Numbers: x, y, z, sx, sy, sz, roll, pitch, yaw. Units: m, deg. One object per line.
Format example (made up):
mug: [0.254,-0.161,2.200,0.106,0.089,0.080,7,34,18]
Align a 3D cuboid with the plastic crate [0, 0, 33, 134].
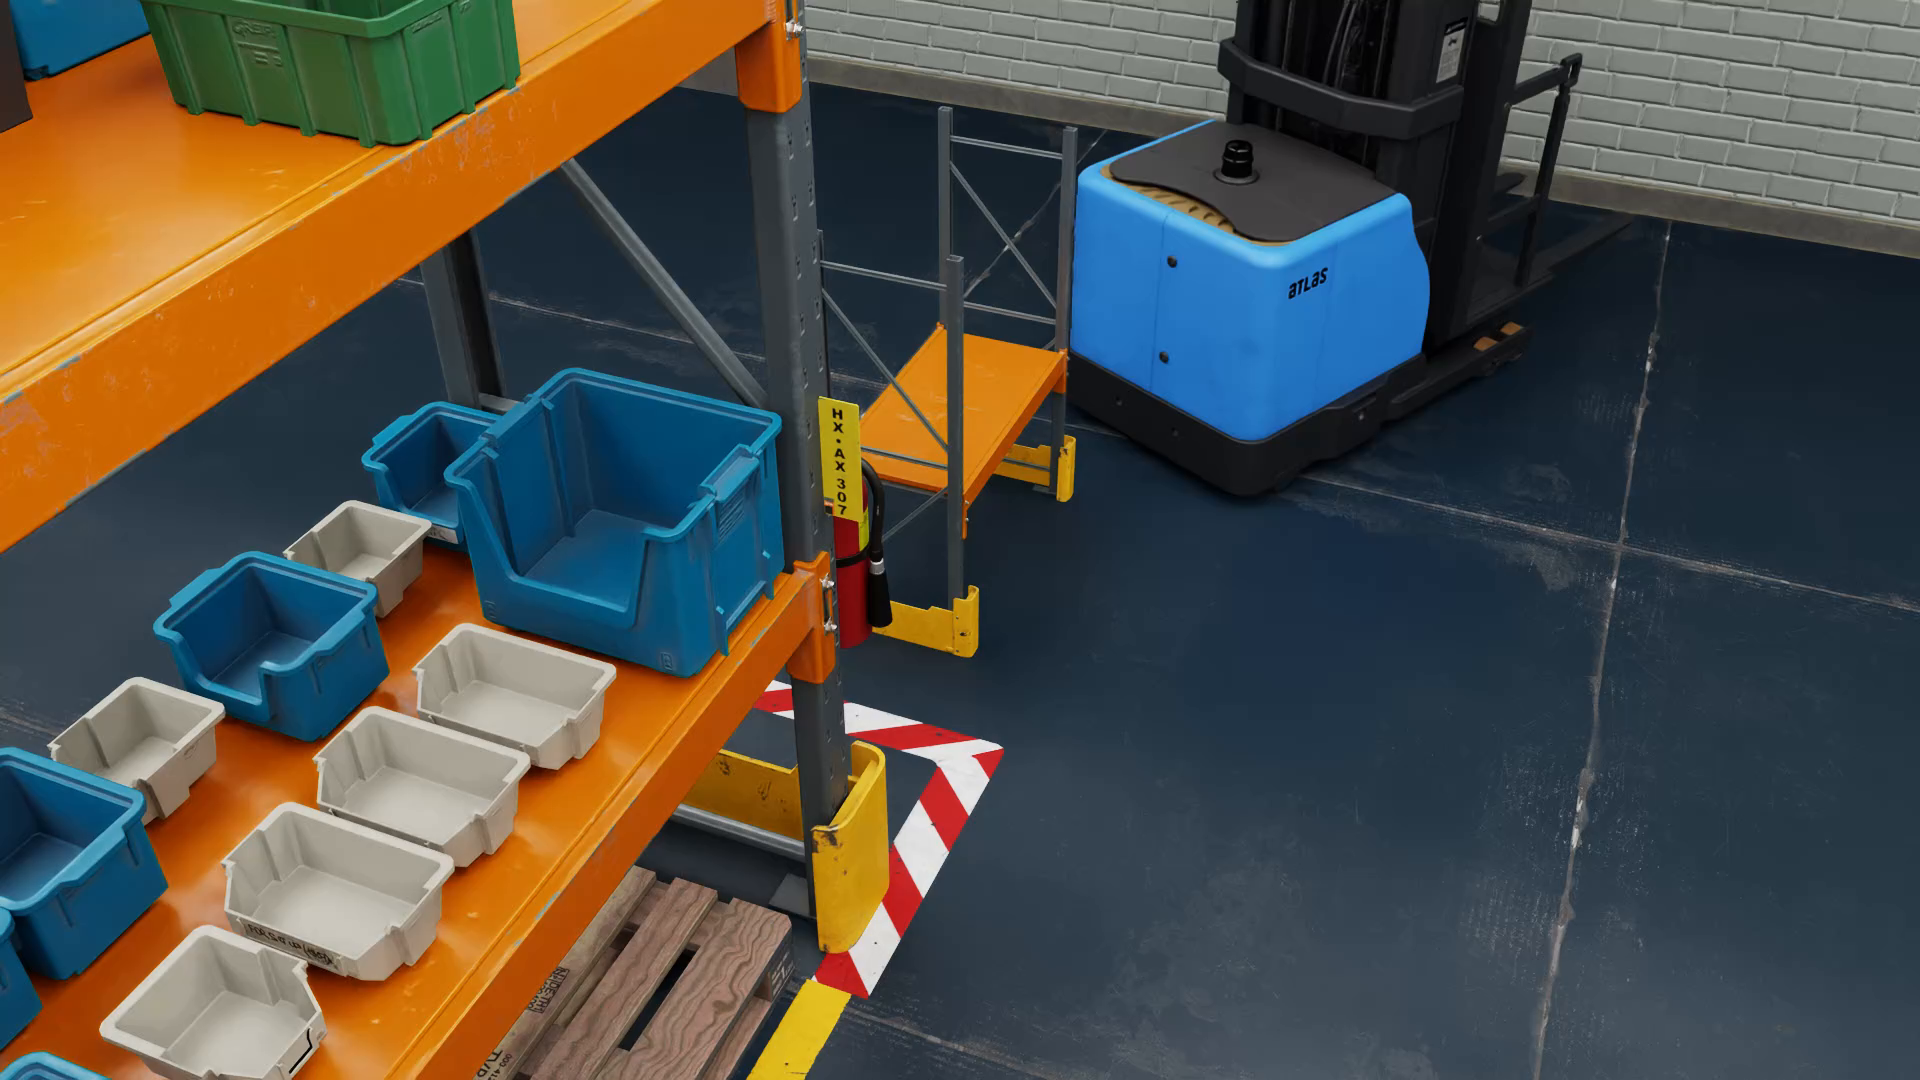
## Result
plastic crate: [-1.626,-0.628,2.131,0.504,0.338,0.767,14,39,18]

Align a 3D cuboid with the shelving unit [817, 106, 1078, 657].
shelving unit: [-0.029,-0.559,5.745,0.587,1.500,1.083,14,39,18]

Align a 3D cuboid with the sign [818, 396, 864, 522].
sign: [-0.275,-0.184,3.854,0.100,0.325,0.005,14,39,18]

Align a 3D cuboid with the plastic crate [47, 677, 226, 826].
plastic crate: [-1.645,0.443,3.322,0.250,0.136,0.298,14,39,18]

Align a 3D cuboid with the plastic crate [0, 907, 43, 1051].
plastic crate: [-1.804,0.765,2.810,0.416,0.233,0.300,14,39,18]

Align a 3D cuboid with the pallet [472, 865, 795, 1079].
pallet: [-1.140,1.330,4.294,1.003,0.211,1.213,14,39,18]

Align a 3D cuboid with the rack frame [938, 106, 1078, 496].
rack frame: [0.161,-0.835,6.114,0.500,1.500,0.032,14,39,18]

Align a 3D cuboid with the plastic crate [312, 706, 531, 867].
plastic crate: [-1.057,0.497,3.250,0.396,0.136,0.243,14,39,18]

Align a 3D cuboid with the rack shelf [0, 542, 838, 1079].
rack shelf: [-1.551,1.161,2.792,1.077,0.370,4.000,14,39,18]

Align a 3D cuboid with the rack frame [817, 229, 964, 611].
rack frame: [-0.226,-0.272,5.361,0.500,1.500,0.032,14,39,18]

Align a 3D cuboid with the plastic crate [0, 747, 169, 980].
plastic crate: [-1.690,0.599,3.033,0.416,0.233,0.300,14,39,18]

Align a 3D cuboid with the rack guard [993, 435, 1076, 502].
rack guard: [0.160,-0.334,6.488,0.587,0.250,0.087,14,39,18]

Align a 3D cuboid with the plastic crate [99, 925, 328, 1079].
plastic crate: [-1.236,0.825,2.811,0.298,0.136,0.250,14,39,18]

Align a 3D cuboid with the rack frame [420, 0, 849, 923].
rack frame: [-0.790,-0.235,4.058,1.000,3.000,0.127,14,39,18]

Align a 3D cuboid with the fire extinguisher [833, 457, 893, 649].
fire extinguisher: [-0.313,-0.034,4.166,0.296,0.674,0.183,14,39,18]

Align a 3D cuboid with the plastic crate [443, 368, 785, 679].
plastic crate: [-0.745,-0.045,3.725,0.616,0.435,0.499,14,39,18]

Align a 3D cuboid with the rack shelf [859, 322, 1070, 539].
rack shelf: [-0.032,-0.409,5.845,0.538,0.185,1.000,14,39,18]

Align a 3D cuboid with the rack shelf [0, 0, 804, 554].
rack shelf: [-1.551,-0.041,1.894,1.077,0.370,4.000,14,39,18]

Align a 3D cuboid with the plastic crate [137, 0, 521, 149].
plastic crate: [-0.901,-0.740,2.406,0.450,0.188,0.336,14,39,18]

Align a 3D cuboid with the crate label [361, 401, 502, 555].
crate label: [-1.189,-0.130,4.008,0.416,0.233,0.303,14,39,18]

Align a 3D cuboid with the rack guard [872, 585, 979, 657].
rack guard: [-0.219,0.218,5.750,0.587,0.250,0.087,14,39,18]

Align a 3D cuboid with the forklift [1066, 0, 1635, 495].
forklift: [1.873,-2.094,6.603,3.031,2.935,1.130,-28,45,-32]

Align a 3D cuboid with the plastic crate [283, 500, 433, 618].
plastic crate: [-1.387,0.067,3.825,0.250,0.136,0.298,14,39,18]

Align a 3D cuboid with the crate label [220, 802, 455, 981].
crate label: [-1.140,0.657,3.036,0.396,0.136,0.243,14,39,18]

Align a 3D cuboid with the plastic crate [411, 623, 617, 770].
plastic crate: [-0.933,0.340,3.460,0.396,0.136,0.243,14,39,18]

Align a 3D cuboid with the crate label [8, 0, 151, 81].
crate label: [-1.440,-0.939,2.620,0.408,0.251,0.502,14,39,18]

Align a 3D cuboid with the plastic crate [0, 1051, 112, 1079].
plastic crate: [-1.335,1.004,2.491,0.416,0.233,0.300,14,39,18]

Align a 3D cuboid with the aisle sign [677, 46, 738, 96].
aisle sign: [-0.492,-1.249,3.244,0.394,0.787,0.004,14,39,18]

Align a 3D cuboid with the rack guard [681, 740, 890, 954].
rack guard: [-0.793,0.750,4.829,1.175,0.500,0.348,14,39,18]

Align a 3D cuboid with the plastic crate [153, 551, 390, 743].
plastic crate: [-1.439,0.235,3.520,0.416,0.233,0.300,14,39,18]
